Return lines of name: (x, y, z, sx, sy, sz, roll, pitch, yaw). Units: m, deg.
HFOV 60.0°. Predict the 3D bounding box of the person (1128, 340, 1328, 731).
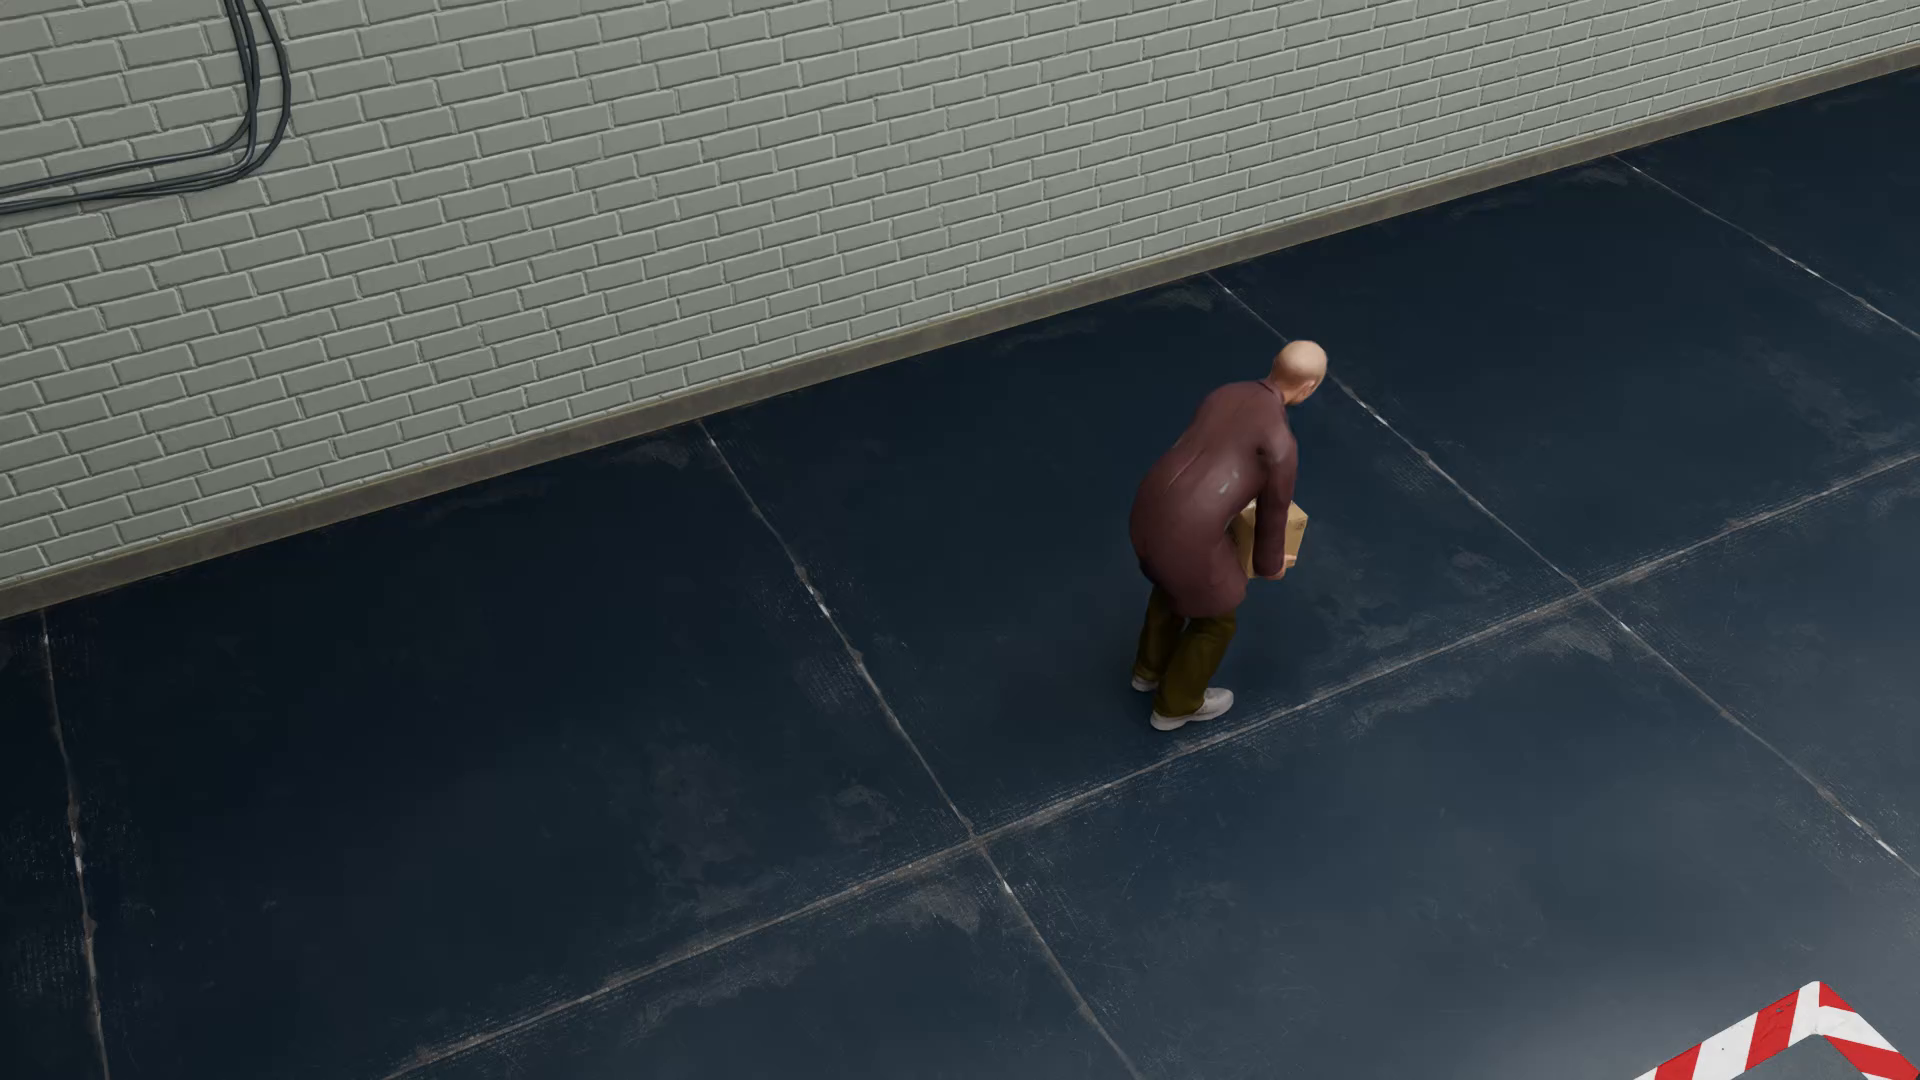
person: (1.003, -0.007, 6.341, 0.757, 1.570, 0.539, -20, 44, -21)
